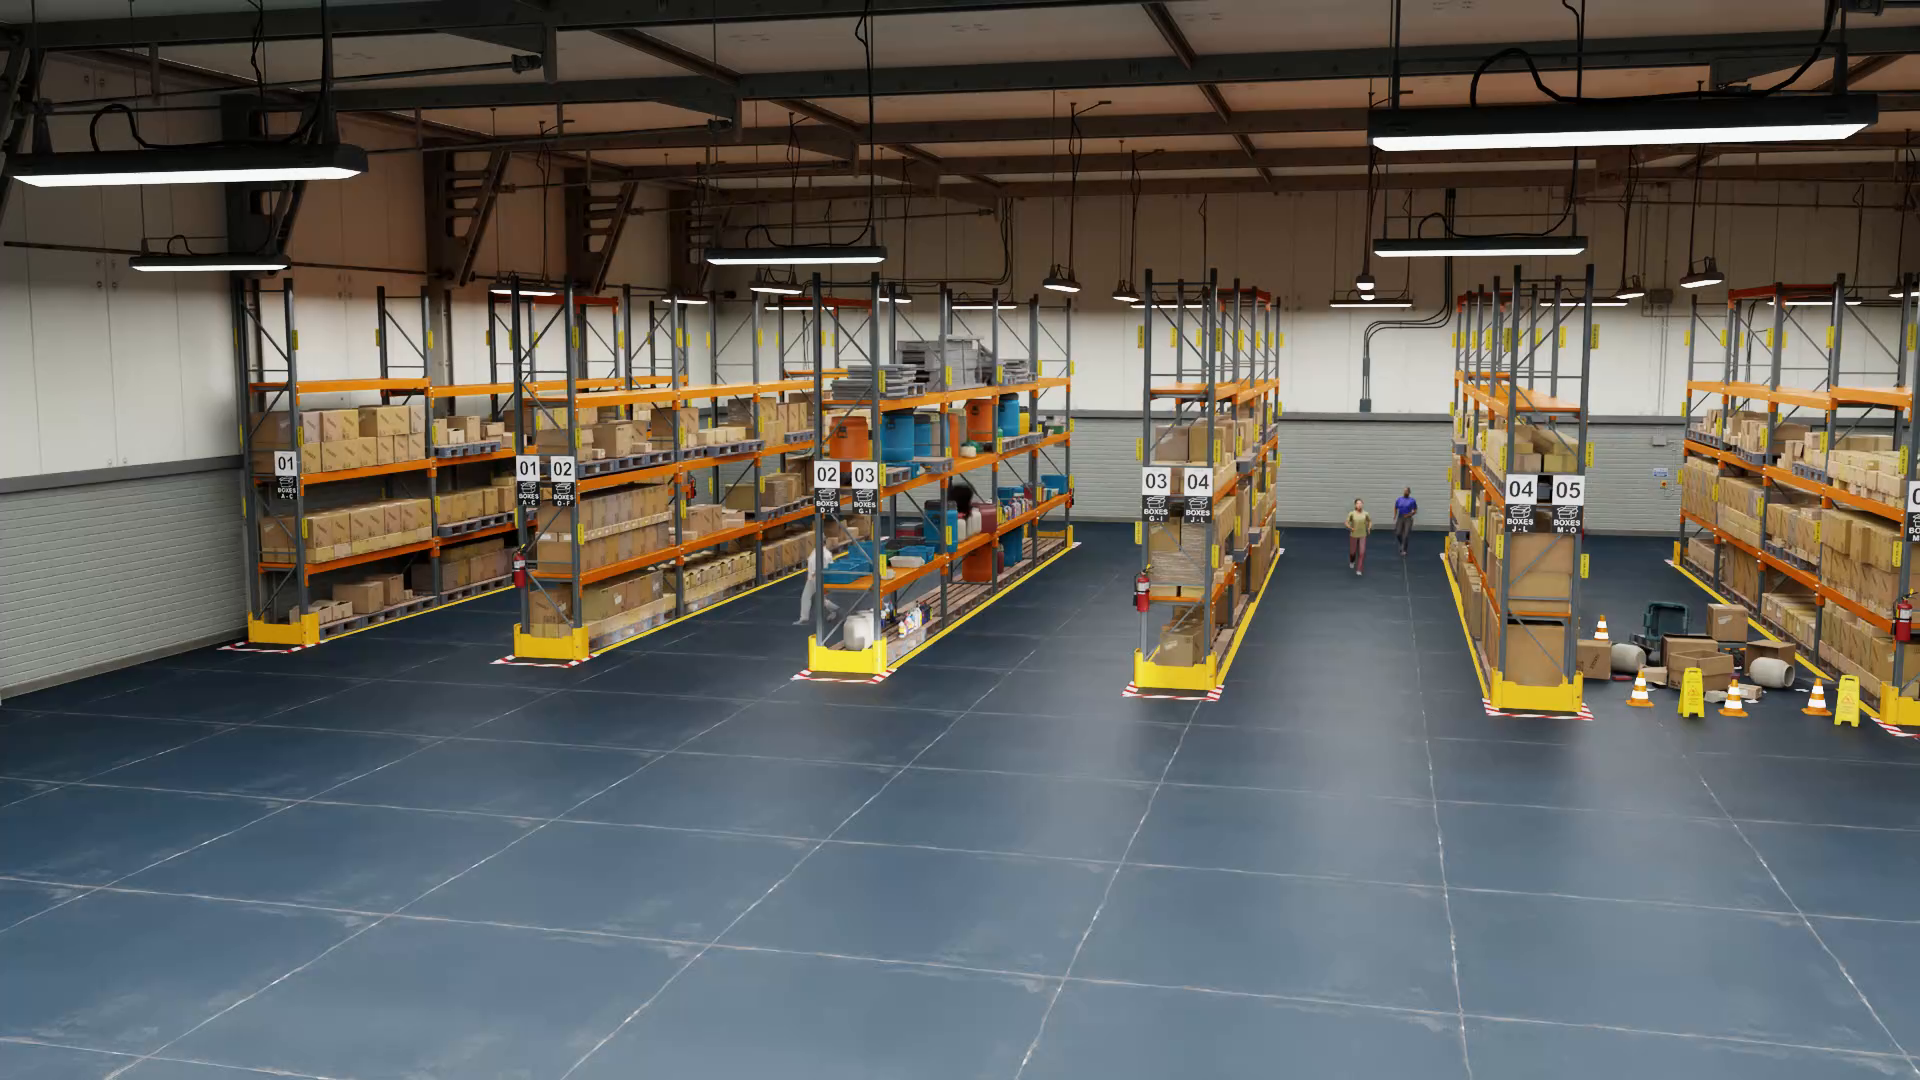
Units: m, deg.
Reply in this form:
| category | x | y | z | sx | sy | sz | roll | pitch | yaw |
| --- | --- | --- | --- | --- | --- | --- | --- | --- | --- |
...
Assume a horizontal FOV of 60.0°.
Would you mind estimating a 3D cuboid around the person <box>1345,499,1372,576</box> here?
| category | x | y | z | sx | sy | sz | roll | pitch | yaw |
| --- | --- | --- | --- | --- | --- | --- | --- | --- | --- |
| person | 8.539 | -0.072 | 35.619 | 0.588 | 1.624 | 0.758 | 1 | 7 | 7 |

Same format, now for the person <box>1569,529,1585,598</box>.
| category | x | y | z | sx | sy | sz | roll | pitch | yaw |
| --- | --- | --- | --- | --- | --- | --- | --- | --- | --- |
| person | 11.725 | 0.291 | 32.084 | 0.641 | 1.768 | 0.915 | 1 | 7 | 7 |

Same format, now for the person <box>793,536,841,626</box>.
| category | x | y | z | sx | sy | sz | roll | pitch | yaw |
| --- | --- | --- | --- | --- | --- | --- | --- | --- | --- |
| person | -2.441 | 0.700 | 29.102 | 0.901 | 1.608 | 0.646 | -6 | 9 | -42 |

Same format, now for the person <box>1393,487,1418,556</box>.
| category | x | y | z | sx | sy | sz | roll | pitch | yaw |
| --- | --- | --- | --- | --- | --- | --- | --- | --- | --- |
| person | 10.358 | -0.430 | 38.762 | 0.570 | 1.602 | 0.559 | 3 | 8 | 26 |
